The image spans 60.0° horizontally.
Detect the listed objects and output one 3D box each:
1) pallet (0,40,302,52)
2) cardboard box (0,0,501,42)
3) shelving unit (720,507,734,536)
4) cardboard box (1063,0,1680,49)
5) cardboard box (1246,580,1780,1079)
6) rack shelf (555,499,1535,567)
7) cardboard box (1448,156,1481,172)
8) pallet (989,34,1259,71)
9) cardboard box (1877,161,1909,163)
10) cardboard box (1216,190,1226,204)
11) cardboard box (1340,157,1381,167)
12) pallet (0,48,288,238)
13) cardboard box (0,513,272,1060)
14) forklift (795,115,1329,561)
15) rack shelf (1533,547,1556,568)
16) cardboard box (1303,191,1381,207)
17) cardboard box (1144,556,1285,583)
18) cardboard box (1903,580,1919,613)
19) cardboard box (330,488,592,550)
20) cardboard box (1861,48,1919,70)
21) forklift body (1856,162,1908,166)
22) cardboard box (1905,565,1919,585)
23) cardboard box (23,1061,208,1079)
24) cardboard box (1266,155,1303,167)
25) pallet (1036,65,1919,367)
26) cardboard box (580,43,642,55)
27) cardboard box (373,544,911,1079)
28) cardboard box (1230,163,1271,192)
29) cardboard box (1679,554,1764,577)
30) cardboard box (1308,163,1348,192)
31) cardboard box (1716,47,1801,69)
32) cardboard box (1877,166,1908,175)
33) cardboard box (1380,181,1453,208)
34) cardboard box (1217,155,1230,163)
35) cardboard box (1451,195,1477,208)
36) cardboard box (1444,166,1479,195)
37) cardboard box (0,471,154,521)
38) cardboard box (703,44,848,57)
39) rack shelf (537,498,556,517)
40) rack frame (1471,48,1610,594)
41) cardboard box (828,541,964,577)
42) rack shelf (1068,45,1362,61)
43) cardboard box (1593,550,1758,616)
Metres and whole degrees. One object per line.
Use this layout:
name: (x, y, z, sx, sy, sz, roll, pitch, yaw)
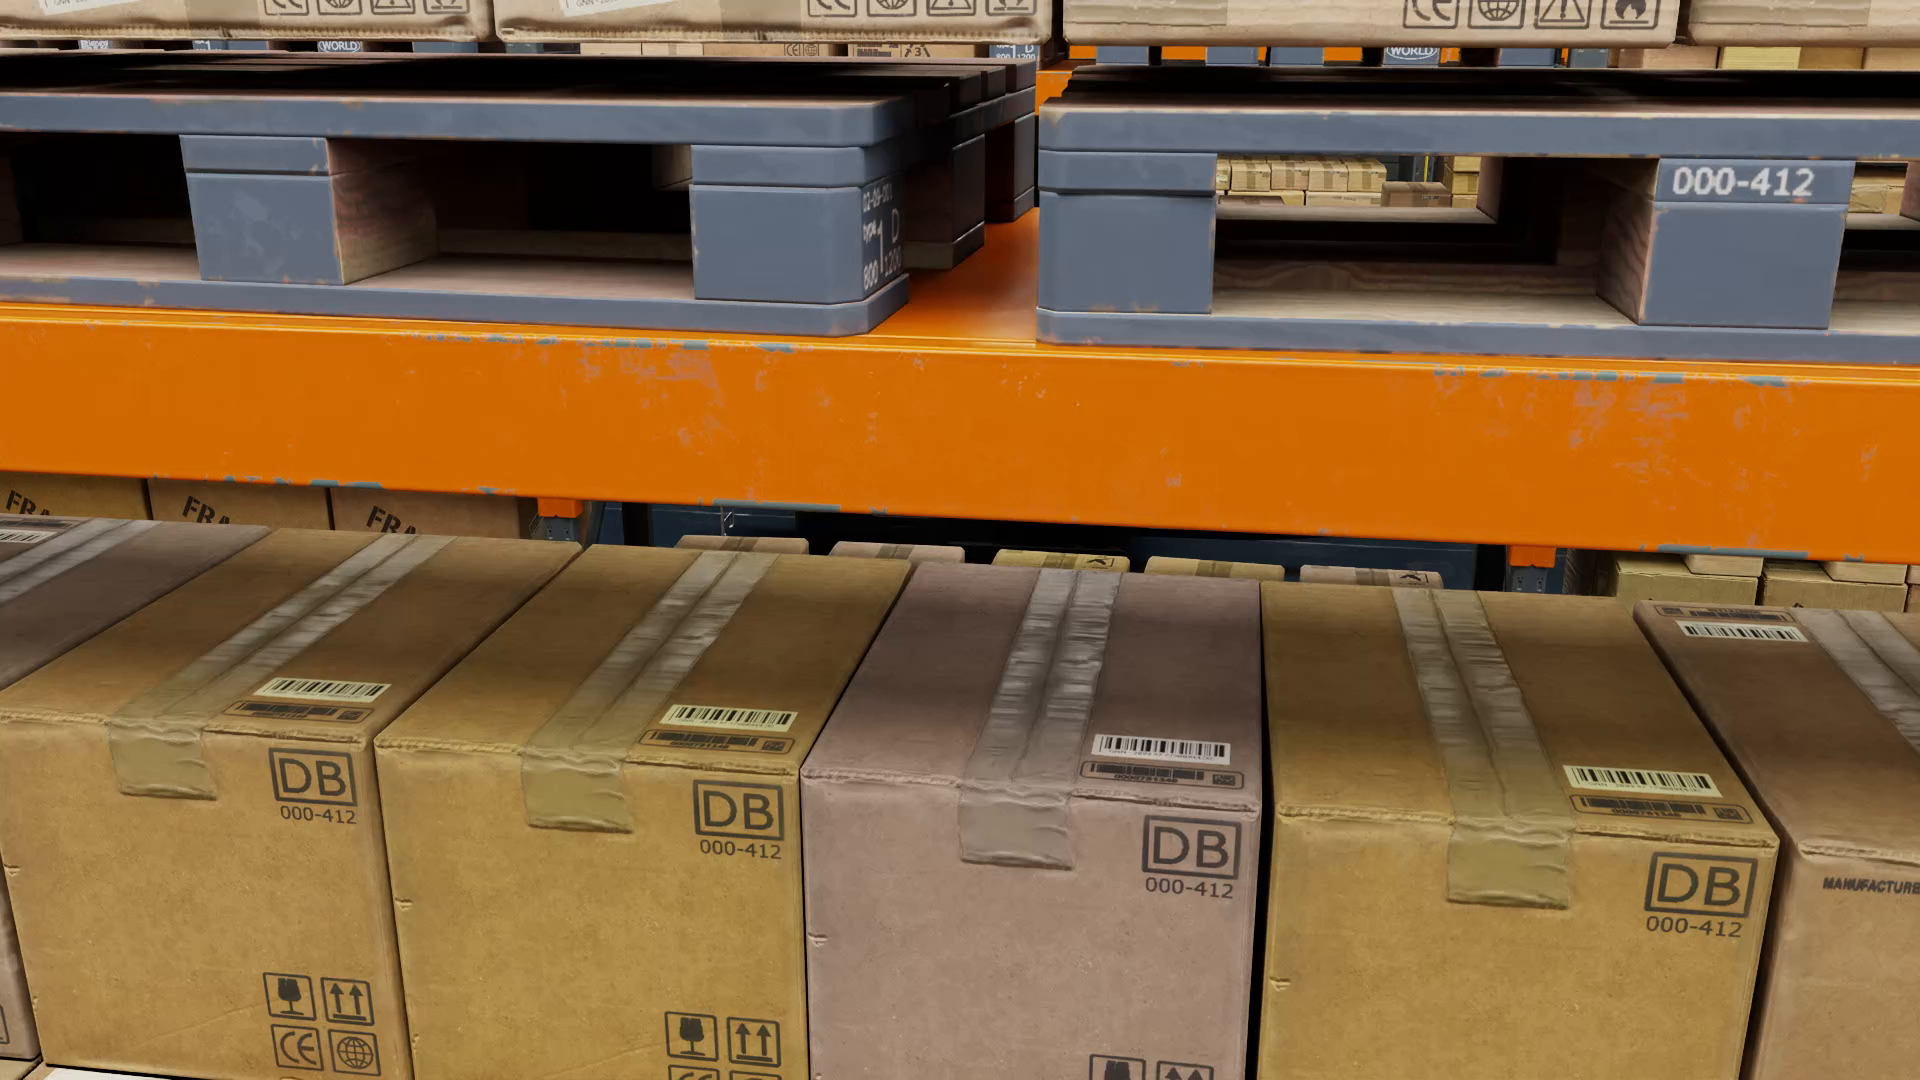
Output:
pallet: (-3.387, -2.178, 7.154, 1.213, 0.211, 1.003, 4, 19, 11)
cardboard box: (-0.642, -0.688, 1.726, 0.500, 0.311, 0.500, 3, 19, 8)
shelving unit: (-1.148, -0.612, 9.741, 0.503, 1.200, 0.258, 2, 19, 6)
cardboard box: (0.372, -0.607, 1.581, 0.500, 0.250, 0.500, 3, 19, 8)
cardboard box: (0.627, 0.414, 2.106, 0.500, 0.500, 0.700, 3, 19, 8)
rack shelf: (0.337, -0.332, 7.201, 4.000, 0.370, 1.077, 3, 19, 9)
cardboard box: (3.363, -2.515, 10.942, 0.250, 0.149, 0.380, 3, 19, 10)
pallet: (0.694, -2.021, 6.685, 1.003, 0.211, 1.213, 3, 19, 9)
cardboard box: (5.912, -2.417, 10.652, 0.250, 0.149, 0.380, 3, 19, 9)
cardboard box: (1.557, -2.289, 11.366, 0.500, 0.250, 0.500, 3, 19, 10)
cardboard box: (2.782, -2.567, 11.569, 0.250, 0.149, 0.380, 2, 19, 7)
pallet: (-1.679, -0.535, 2.244, 1.003, 0.211, 1.213, 4, 19, 11)
cardboard box: (-1.382, 0.312, 2.411, 0.500, 0.500, 0.700, 3, 19, 8)
forklift: (0.621, -1.367, 9.269, 3.031, 2.935, 1.130, 2, 19, 6)
rack shelf: (4.286, -0.130, 6.599, 4.000, 0.370, 1.077, 3, 19, 9)
cardboard box: (2.570, -2.238, 11.213, 0.500, 0.250, 0.500, 3, 19, 7)
cardboard box: (1.083, 0.414, 7.318, 0.625, 0.372, 0.950, 4, 19, 12)
cardboard box: (3.893, 0.341, 6.546, 0.500, 0.500, 0.500, 4, 19, 12)
cardboard box: (-2.307, -0.026, 7.840, 0.875, 0.875, 0.875, 3, 19, 8)
cardboard box: (3.333, -1.749, 5.973, 0.250, 0.149, 0.380, 3, 19, 10)
forklift body: (4.883, -1.047, 9.544, 1.214, 2.155, 2.313, 3, 19, 9)
cardboard box: (3.739, 0.047, 6.404, 0.250, 0.149, 0.380, 4, 19, 12)
cardboard box: (-0.923, 0.892, 2.251, 0.500, 0.500, 0.500, 3, 19, 9)
cardboard box: (2.279, -2.610, 11.697, 0.250, 0.149, 0.380, 3, 19, 8)
pallet: (0.713, -0.379, 1.782, 1.217, 0.209, 0.805, 2, 19, 6)
cardboard box: (-1.354, -2.008, 6.745, 0.250, 0.149, 0.380, 3, 19, 9)
cardboard box: (-0.371, 0.362, 2.260, 0.500, 0.500, 0.700, 3, 19, 8)
cardboard box: (1.951, -2.438, 11.182, 0.250, 0.149, 0.380, 2, 19, 7)
cardboard box: (2.965, 0.009, 6.517, 0.250, 0.149, 0.380, 3, 19, 9)
cardboard box: (2.465, -2.437, 11.181, 0.250, 0.149, 0.380, 3, 19, 8)
cardboard box: (2.829, -1.752, 5.979, 0.250, 0.149, 0.380, 3, 19, 9)
cardboard box: (3.704, -1.078, 6.097, 0.500, 0.500, 0.700, 3, 19, 7)
cardboard box: (1.903, -1.402, 6.955, 0.250, 0.149, 0.380, 3, 19, 8)
cardboard box: (1.782, -2.637, 11.777, 0.250, 0.149, 0.380, 3, 19, 9)
cardboard box: (3.492, -2.071, 11.107, 0.500, 0.500, 0.500, 2, 19, 7)
cardboard box: (3.368, -2.384, 11.021, 0.250, 0.149, 0.380, 3, 19, 8)
cardboard box: (-4.069, -0.117, 8.113, 0.875, 0.875, 0.875, 3, 19, 10)
cardboard box: (-0.704, -2.193, 6.744, 0.500, 0.500, 0.700, 3, 19, 9)
rack shelf: (-3.613, -0.533, 7.802, 4.000, 0.370, 1.077, 3, 19, 9)
rack frame: (2.311, -0.572, 6.786, 0.127, 3.000, 1.000, 3, 19, 9)
cardboard box: (-0.352, 0.340, 7.540, 0.625, 0.372, 0.950, 3, 19, 8)
rack shelf: (1.120, -3.309, 11.373, 4.000, 0.370, 1.077, 3, 19, 9)
cardboard box: (2.851, 0.291, 6.695, 0.500, 0.500, 0.500, 4, 19, 11)
